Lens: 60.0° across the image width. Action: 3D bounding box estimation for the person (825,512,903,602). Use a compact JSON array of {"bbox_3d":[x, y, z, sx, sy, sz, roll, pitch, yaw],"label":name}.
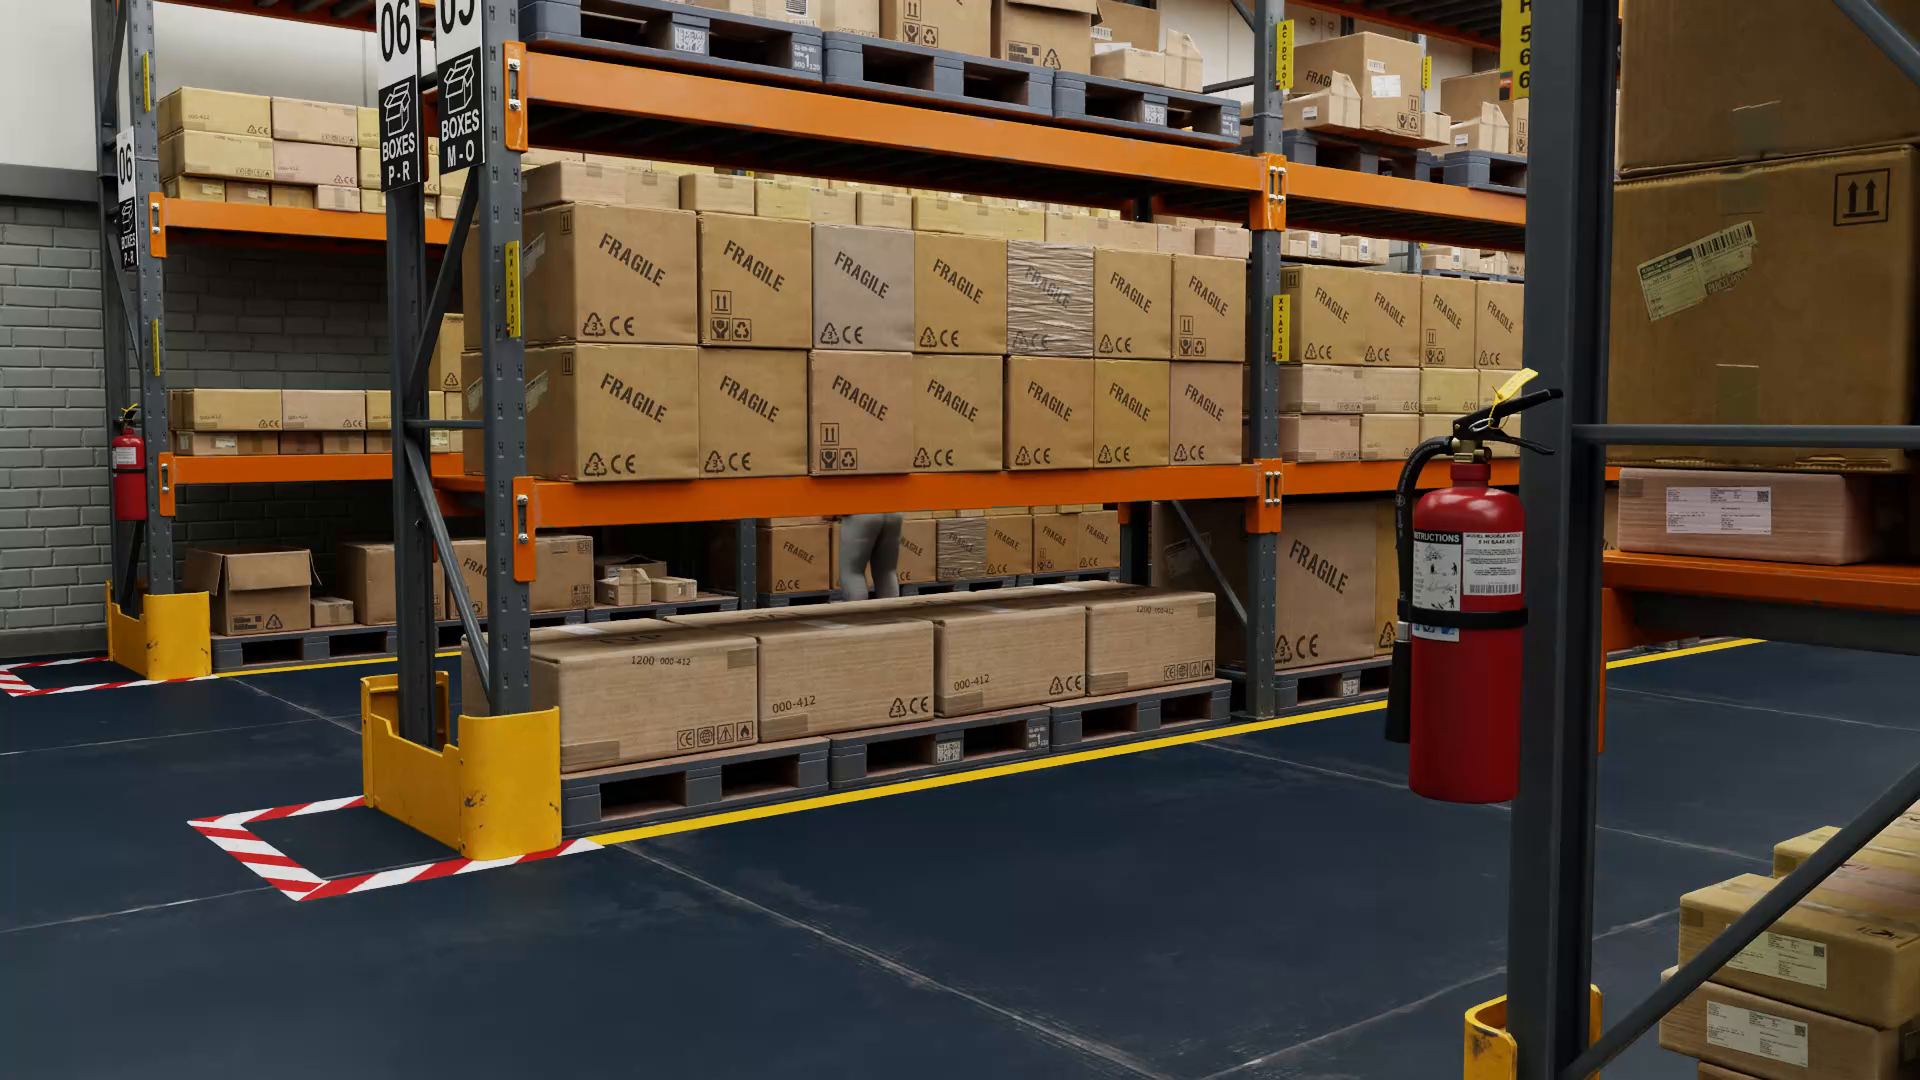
[{"bbox_3d":[-0.658,-0.166,11.099,0.490,1.770,0.574,-4,6,-40],"label":"person"}]
